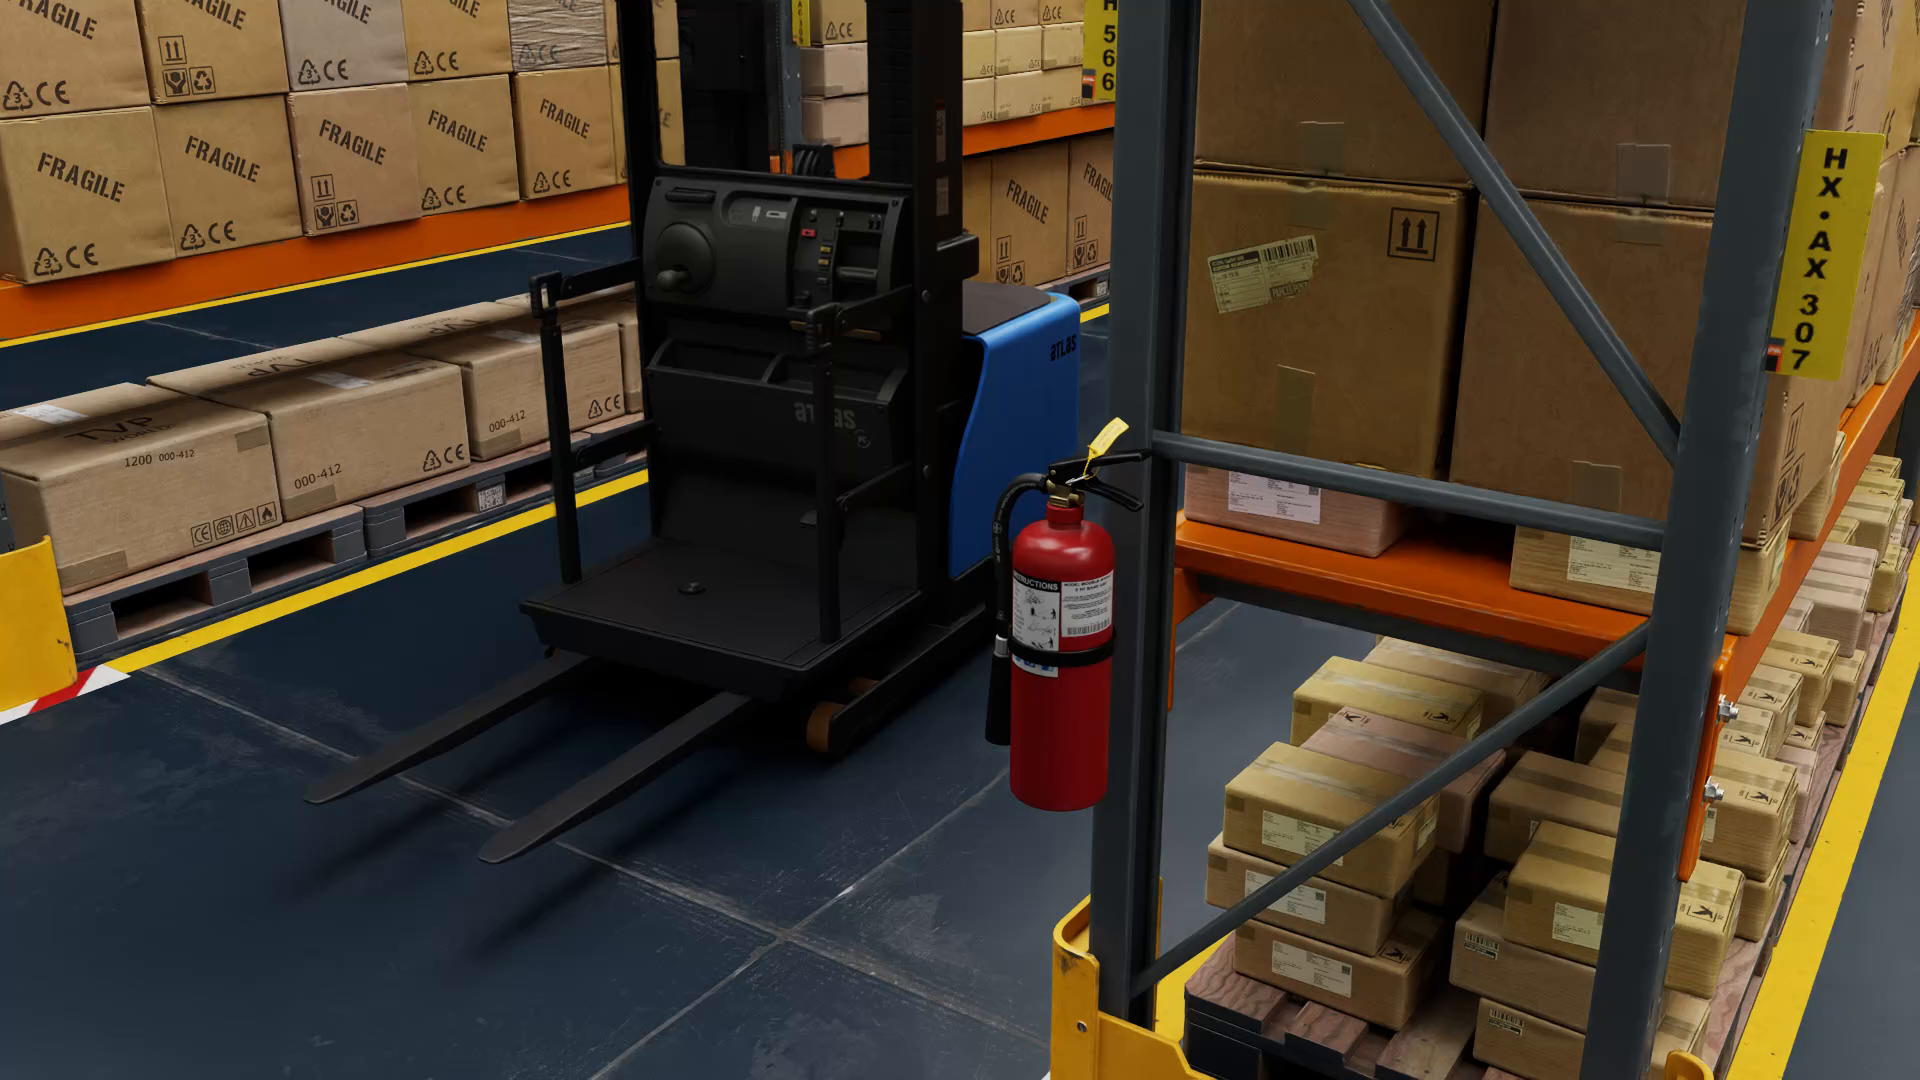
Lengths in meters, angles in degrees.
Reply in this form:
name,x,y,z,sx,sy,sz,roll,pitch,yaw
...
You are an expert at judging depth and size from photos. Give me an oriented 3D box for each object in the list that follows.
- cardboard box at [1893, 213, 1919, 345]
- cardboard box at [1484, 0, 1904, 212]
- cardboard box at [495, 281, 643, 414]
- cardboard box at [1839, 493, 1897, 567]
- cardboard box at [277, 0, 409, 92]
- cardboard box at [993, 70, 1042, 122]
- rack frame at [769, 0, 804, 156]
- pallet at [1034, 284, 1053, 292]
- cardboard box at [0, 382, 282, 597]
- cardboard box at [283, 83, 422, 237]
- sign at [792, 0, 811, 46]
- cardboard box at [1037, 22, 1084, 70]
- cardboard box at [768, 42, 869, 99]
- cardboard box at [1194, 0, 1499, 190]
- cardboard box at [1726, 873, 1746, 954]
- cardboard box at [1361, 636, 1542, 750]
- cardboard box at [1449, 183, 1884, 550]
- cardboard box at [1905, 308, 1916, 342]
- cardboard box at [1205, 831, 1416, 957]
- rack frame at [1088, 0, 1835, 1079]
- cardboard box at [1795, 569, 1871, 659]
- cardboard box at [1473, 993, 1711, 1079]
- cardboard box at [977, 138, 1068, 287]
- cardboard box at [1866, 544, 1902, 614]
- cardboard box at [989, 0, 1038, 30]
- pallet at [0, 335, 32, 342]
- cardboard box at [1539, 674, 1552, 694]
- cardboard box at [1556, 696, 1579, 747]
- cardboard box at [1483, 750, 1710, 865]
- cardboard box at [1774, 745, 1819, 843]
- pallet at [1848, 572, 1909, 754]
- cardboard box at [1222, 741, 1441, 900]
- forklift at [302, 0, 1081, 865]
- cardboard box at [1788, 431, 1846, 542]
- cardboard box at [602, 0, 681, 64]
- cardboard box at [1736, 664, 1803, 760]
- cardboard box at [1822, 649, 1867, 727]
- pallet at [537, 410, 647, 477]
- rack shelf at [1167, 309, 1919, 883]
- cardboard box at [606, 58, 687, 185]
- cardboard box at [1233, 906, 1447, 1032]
name,x,y,z,sx,sy,sz,roll,pitch,yaw
cardboard box,2.022,-0.781,3.980,0.500,0.500,0.500,13,24,30
cardboard box,1.166,-0.808,2.612,0.500,0.500,0.500,13,24,31
cardboard box,-1.650,-0.996,8.221,0.875,0.438,0.875,13,24,31
cardboard box,2.713,-0.056,5.238,0.380,0.149,0.250,13,24,31
cardboard box,-2.384,-1.909,6.016,0.500,0.500,0.500,13,24,31
cardboard box,0.137,-2.599,9.682,0.500,0.250,0.500,13,24,31
rack frame,-1.208,-2.160,8.280,1.000,3.000,0.127,13,24,32
pallet,-0.152,-1.439,10.352,1.003,0.211,1.213,13,24,32
cardboard box,-3.168,-0.216,6.114,0.875,0.438,0.875,12,24,30
cardboard box,-2.387,-1.434,6.173,0.500,0.500,0.500,13,24,32
sign,-0.748,-2.495,7.825,0.100,0.325,0.005,13,24,32
cardboard box,0.422,-2.984,10.005,0.500,0.250,0.500,13,24,30
cardboard box,-0.728,-2.395,8.412,0.500,0.250,0.500,12,24,30
cardboard box,0.745,-0.911,2.890,0.500,0.500,0.500,13,24,31
cardboard box,1.401,0.757,3.470,0.380,0.149,0.250,13,24,32
cardboard box,1.209,0.362,4.109,0.380,0.149,0.250,12,24,30
cardboard box,1.175,-0.337,2.779,0.500,0.500,0.500,15,25,34
cardboard box,2.428,-0.665,4.601,0.380,0.149,0.250,12,23,30
cardboard box,0.755,0.718,3.576,0.380,0.149,0.250,13,24,30
rack frame,0.697,-0.075,2.644,0.949,2.616,0.053,13,24,32
cardboard box,2.285,0.179,4.603,0.380,0.149,0.250,12,24,30
cardboard box,1.253,0.977,3.305,0.380,0.149,0.250,14,24,33
cardboard box,0.079,-2.071,10.497,0.875,0.875,0.875,14,24,32
cardboard box,2.750,0.090,5.273,0.380,0.149,0.250,12,24,30
cardboard box,0.109,-3.190,9.480,0.500,0.500,0.500,13,24,31
pallet,-6.387,-1.270,9.895,1.003,0.211,1.213,13,24,32
cardboard box,1.326,0.417,4.388,0.380,0.149,0.250,14,24,33
cardboard box,1.488,0.487,4.629,0.380,0.149,0.250,14,24,33
cardboard box,1.325,0.599,3.469,0.380,0.149,0.250,14,24,33
cardboard box,1.978,0.615,4.284,0.380,0.149,0.250,12,23,29
pallet,2.594,0.284,5.693,1.003,0.211,1.213,13,24,32
cardboard box,0.782,0.584,3.509,0.380,0.149,0.250,14,24,32
forklift,-0.691,-0.901,4.976,1.130,2.935,3.031,11,23,27
cardboard box,1.451,-0.135,3.168,0.380,0.149,0.250,12,24,30
cardboard box,-1.537,-2.342,7.188,0.500,0.500,0.500,13,24,31
cardboard box,1.807,0.386,4.043,0.380,0.149,0.250,14,25,34
cardboard box,2.422,0.393,4.884,0.380,0.149,0.250,13,24,32
pallet,-1.700,-0.649,8.215,1.003,0.211,1.213,13,24,32
rack shelf,1.818,-0.312,4.322,1.077,0.370,4.000,13,24,32
cardboard box,-1.542,-1.875,7.366,0.500,0.500,0.500,13,24,31
cardboard box,0.817,0.873,3.586,0.380,0.149,0.250,14,24,33
